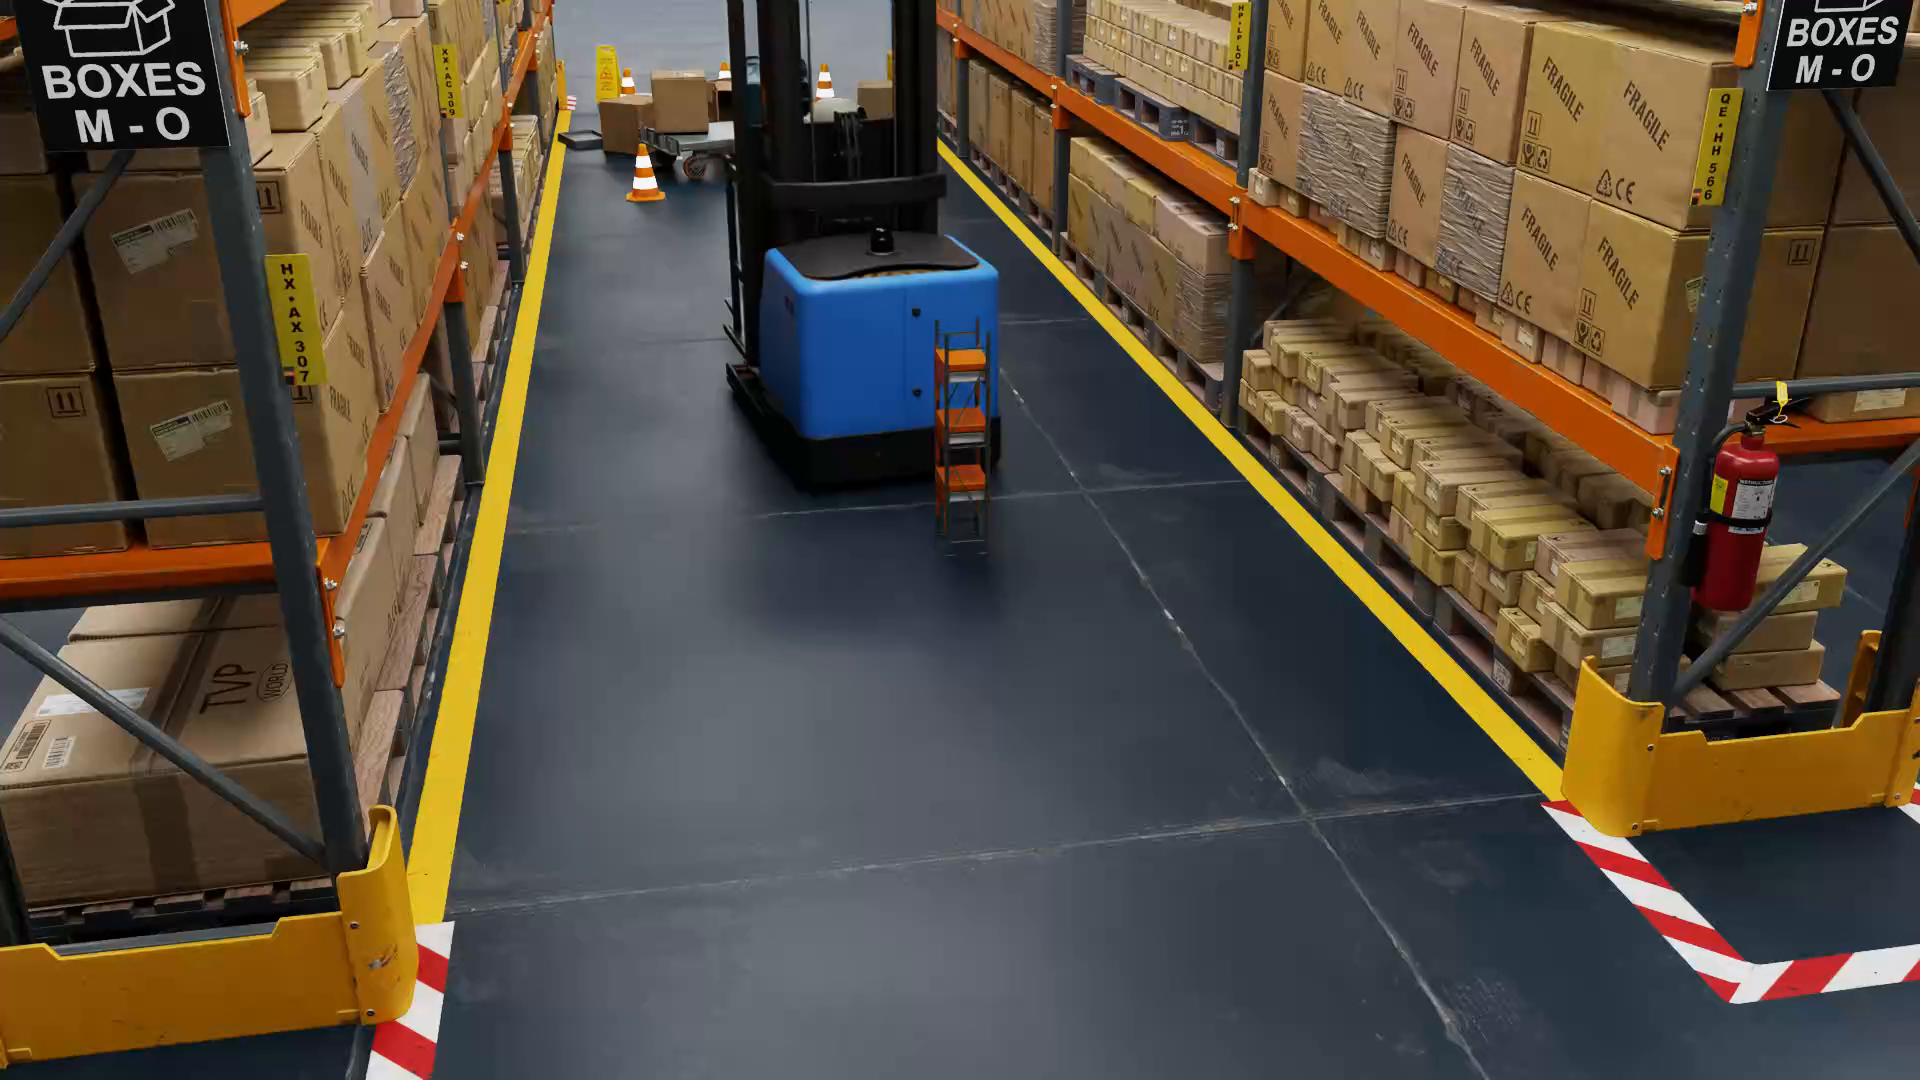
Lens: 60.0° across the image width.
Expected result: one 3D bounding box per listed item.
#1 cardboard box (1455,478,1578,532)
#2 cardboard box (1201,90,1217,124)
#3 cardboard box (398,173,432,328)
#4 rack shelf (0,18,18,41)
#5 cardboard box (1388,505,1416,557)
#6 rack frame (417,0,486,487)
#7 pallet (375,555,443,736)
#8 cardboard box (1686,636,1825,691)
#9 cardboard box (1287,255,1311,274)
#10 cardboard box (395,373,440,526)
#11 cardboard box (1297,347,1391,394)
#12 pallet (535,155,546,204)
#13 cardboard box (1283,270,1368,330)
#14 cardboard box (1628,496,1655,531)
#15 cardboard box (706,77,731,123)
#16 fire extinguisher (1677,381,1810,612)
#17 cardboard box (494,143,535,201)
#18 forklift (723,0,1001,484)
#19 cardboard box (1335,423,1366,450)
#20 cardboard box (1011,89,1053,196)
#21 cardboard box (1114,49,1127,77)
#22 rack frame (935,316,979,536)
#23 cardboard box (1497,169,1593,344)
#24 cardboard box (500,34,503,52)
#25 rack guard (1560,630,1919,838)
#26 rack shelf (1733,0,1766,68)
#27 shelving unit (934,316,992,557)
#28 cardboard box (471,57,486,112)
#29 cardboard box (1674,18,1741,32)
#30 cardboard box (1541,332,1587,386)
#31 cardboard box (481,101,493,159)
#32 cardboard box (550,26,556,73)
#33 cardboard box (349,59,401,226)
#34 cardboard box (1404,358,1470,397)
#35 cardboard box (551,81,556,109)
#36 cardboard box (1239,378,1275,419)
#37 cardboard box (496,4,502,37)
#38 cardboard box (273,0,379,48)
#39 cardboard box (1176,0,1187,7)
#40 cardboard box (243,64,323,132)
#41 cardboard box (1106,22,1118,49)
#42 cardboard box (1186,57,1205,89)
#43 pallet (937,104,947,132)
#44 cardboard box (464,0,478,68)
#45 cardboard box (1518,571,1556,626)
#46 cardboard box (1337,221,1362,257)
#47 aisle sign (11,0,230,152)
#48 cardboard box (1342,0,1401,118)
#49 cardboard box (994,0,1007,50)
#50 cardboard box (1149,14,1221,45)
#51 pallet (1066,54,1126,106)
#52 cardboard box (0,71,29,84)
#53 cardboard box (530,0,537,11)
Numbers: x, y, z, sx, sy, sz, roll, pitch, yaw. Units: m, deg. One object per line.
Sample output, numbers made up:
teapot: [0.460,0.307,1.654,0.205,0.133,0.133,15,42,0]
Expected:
cardboard box: [2.192,-0.117,6.565,0.380,0.149,0.250,-5,24,-12]
cardboard box: [1.587,-2.460,9.423,0.380,0.149,0.250,-4,24,-10]
cardboard box: [-2.353,-1.118,6.437,0.500,0.500,0.500,-5,24,-11]
rack shelf: [-9.625,-4.869,16.050,1.077,0.370,4.000,-4,24,-10]
cardboard box: [2.076,-0.049,7.153,0.380,0.149,0.250,-4,24,-9]
rack frame: [-2.898,-1.634,7.744,1.000,3.000,0.127,-4,24,-10]
pallet: [-2.606,0.429,6.503,1.003,0.211,1.213,-4,24,-10]
cardboard box: [2.905,0.417,6.084,0.380,0.149,0.250,-4,24,-9]
cardboard box: [2.071,-1.741,9.650,0.500,0.250,0.500,-5,24,-12]
cardboard box: [-2.888,-0.398,7.589,0.875,0.438,0.875,-5,24,-11]
cardboard box: [1.896,-0.840,8.219,0.380,0.149,0.250,-5,24,-10]
pallet: [-4.232,-3.197,14.806,1.003,0.211,1.213,-4,24,-10]
cardboard box: [2.072,-1.398,9.801,0.500,0.500,0.500,-3,24,-8]
cardboard box: [2.834,-0.065,6.445,0.380,0.149,0.250,-4,24,-10]
cardboard box: [-2.304,-4.707,17.898,0.637,0.503,0.797,18,29,36]
fire extinguisher: [2.280,-0.127,4.857,0.296,0.674,0.183,-4,24,-10]
cardboard box: [-4.012,-3.007,13.646,0.950,0.372,0.625,-4,24,-8]
forklift: [-0.732,-2.180,9.079,1.130,2.935,3.031,-7,25,-16]
cardboard box: [1.991,-0.494,7.799,0.380,0.149,0.250,-3,24,-7]
cardboard box: [1.019,-3.365,13.993,1.050,0.750,0.750,-4,24,-9]
cardboard box: [1.244,-3.182,11.078,0.380,0.149,0.250,-3,24,-7]
rack frame: [-0.013,-0.508,7.602,0.200,1.050,0.008,-4,24,-10]
cardboard box: [2.261,-1.010,5.818,0.500,0.500,0.500,-5,24,-11]
cardboard box: [-3.540,-3.651,12.152,0.380,0.149,0.250,-6,24,-13]
rack guard: [2.673,0.649,5.640,1.175,0.500,0.348,-4,24,-10]
rack shelf: [2.318,-2.299,6.416,1.077,0.370,4.000,-4,24,-10]
shelving unit: [0.010,-0.460,7.492,0.215,1.050,0.252,-4,24,-10]
cardboard box: [-2.989,-2.591,9.497,0.500,0.250,0.500,-5,24,-11]
cardboard box: [2.766,-1.502,5.695,0.500,0.500,0.500,-4,24,-8]
cardboard box: [2.279,-0.657,5.821,0.380,0.149,0.250,-5,24,-10]
cardboard box: [-2.980,-2.362,9.597,0.500,0.250,0.500,-5,24,-11]
cardboard box: [-4.713,-5.335,18.190,0.500,0.500,0.500,-4,24,-9]
cardboard box: [-2.266,-1.376,5.778,0.500,0.500,0.500,-4,24,-10]
cardboard box: [2.380,-0.776,8.072,0.380,0.149,0.250,-4,24,-8]
cardboard box: [-4.615,-4.784,17.867,0.500,0.250,0.500,-4,24,-10]
cardboard box: [1.699,-0.759,8.778,0.380,0.149,0.250,-5,24,-12]
cardboard box: [-3.494,-3.776,11.627,0.500,0.500,0.500,-5,24,-11]
cardboard box: [-2.404,-1.933,6.244,0.380,0.149,0.250,-4,24,-10]
cardboard box: [1.749,-3.805,11.760,0.380,0.149,0.250,-5,24,-12]
cardboard box: [-2.006,-1.231,4.636,0.380,0.149,0.250,-4,24,-8]
cardboard box: [1.205,-3.411,11.230,0.380,0.149,0.250,-5,24,-11]
cardboard box: [1.532,-2.704,9.612,0.380,0.149,0.250,-5,24,-11]
pallet: [0.176,-4.695,18.236,1.003,0.211,1.213,-4,24,-10]
cardboard box: [-3.011,-2.931,9.339,0.500,0.500,0.500,-5,24,-11]
cardboard box: [2.314,0.217,6.170,0.380,0.149,0.250,-5,24,-11]
cardboard box: [1.927,-1.381,7.478,0.380,0.149,0.250,-4,24,-9]
aisle sign: [-1.860,-1.245,3.606,0.394,0.787,0.004,-4,24,-10]
cardboard box: [1.965,-2.082,7.023,0.500,0.500,0.500,-4,24,-9]
cardboard box: [0.579,-4.411,13.977,0.500,0.500,0.500,-4,24,-9]
cardboard box: [1.390,-3.152,10.266,0.380,0.149,0.250,-5,24,-10]
pallet: [1.444,-3.253,11.691,1.213,0.211,1.003,-4,24,-10]
cardboard box: [-2.623,-1.182,4.524,0.380,0.149,0.250,-5,24,-10]
cardboard box: [-4.185,-5.157,15.313,0.500,0.500,0.500,-4,24,-10]
